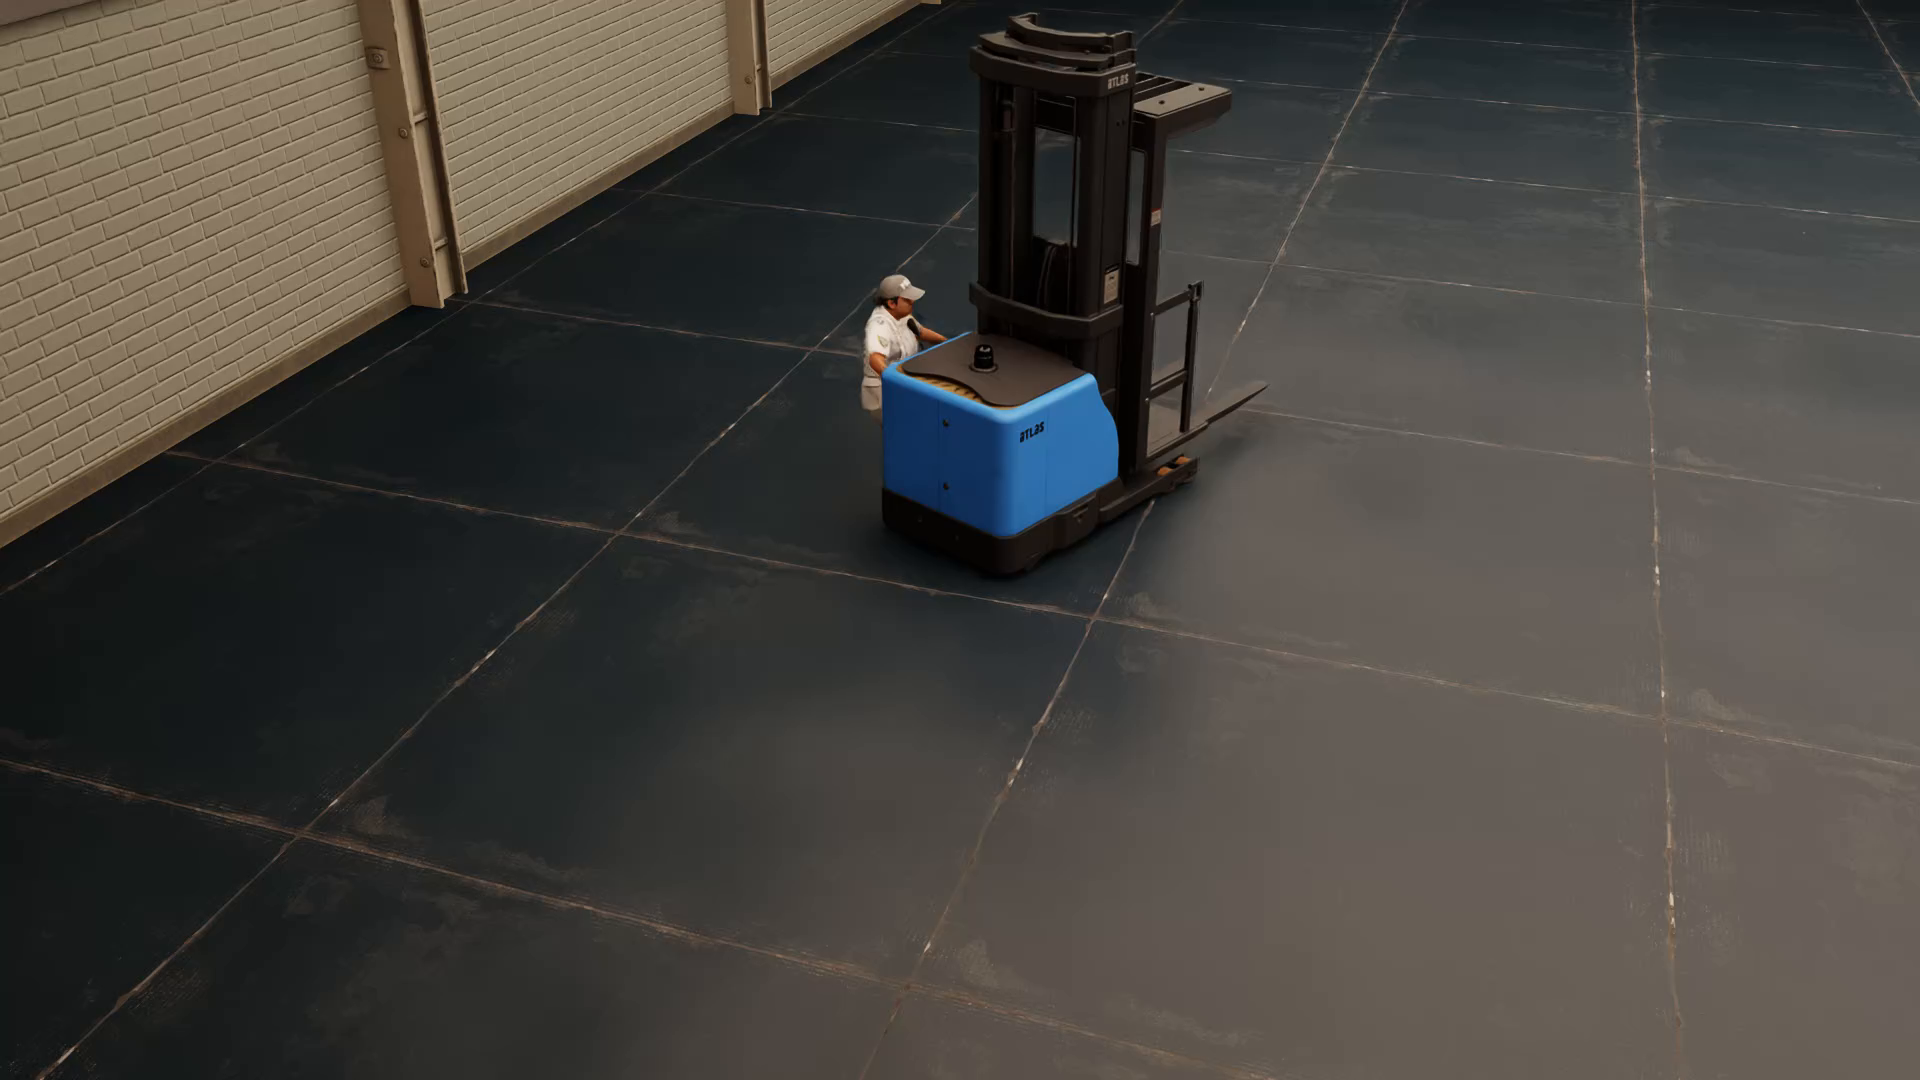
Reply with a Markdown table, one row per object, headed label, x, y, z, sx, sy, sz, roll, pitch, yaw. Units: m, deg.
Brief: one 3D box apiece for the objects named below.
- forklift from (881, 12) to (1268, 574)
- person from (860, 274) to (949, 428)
| label | x | y | z | sx | sy | sz | roll | pitch | yaw |
| --- | --- | --- | --- | --- | --- | --- | --- | --- | --- |
| forklift | 0.885 | -1.722 | 10.157 | 1.130 | 2.935 | 3.031 | 24 | 38 | 36 |
| person | -0.192 | -0.928 | 10.295 | 0.831 | 1.442 | 0.816 | 3 | 30 | 6 |
